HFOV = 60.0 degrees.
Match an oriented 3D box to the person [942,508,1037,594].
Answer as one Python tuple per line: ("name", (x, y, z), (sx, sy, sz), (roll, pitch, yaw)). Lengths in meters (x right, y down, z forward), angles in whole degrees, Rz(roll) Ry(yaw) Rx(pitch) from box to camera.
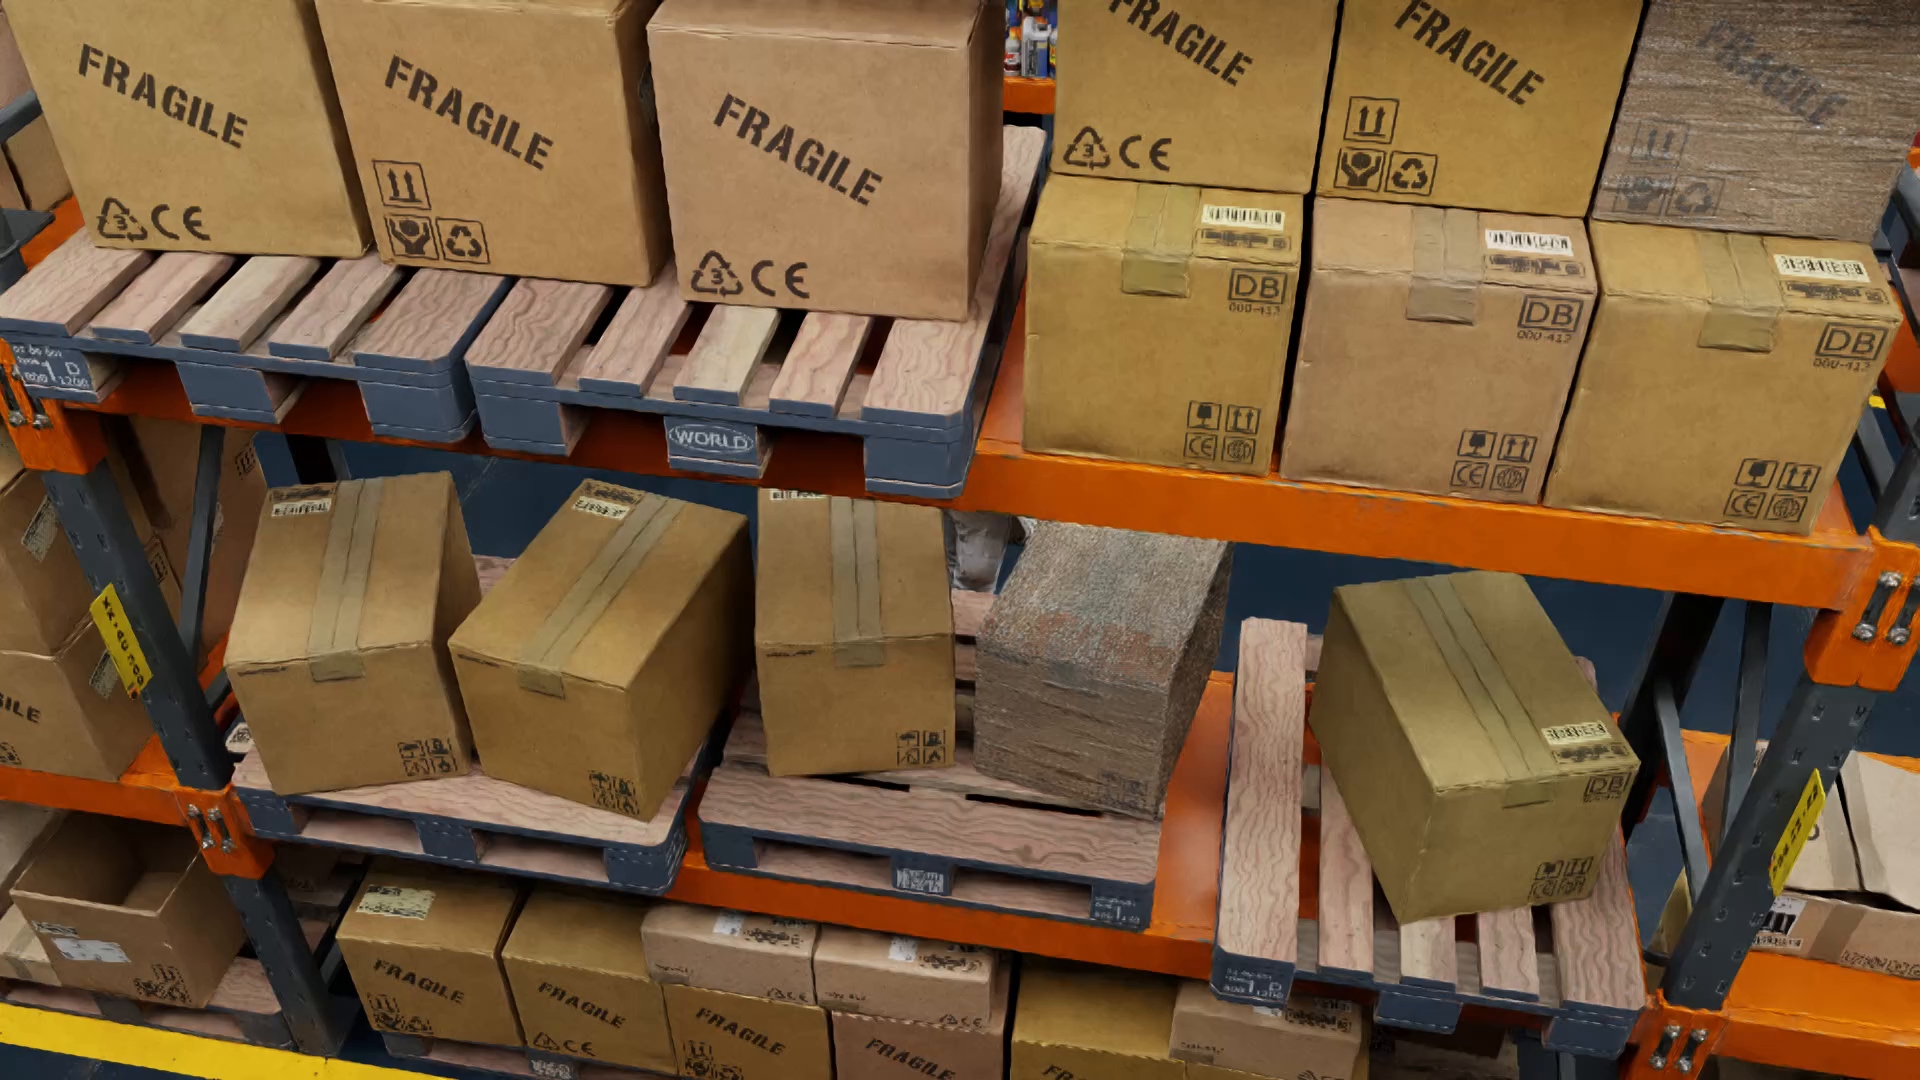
("person", (0.061, -0.170, 6.321), (0.428, 1.791, 0.662), (-20, 44, -22))
